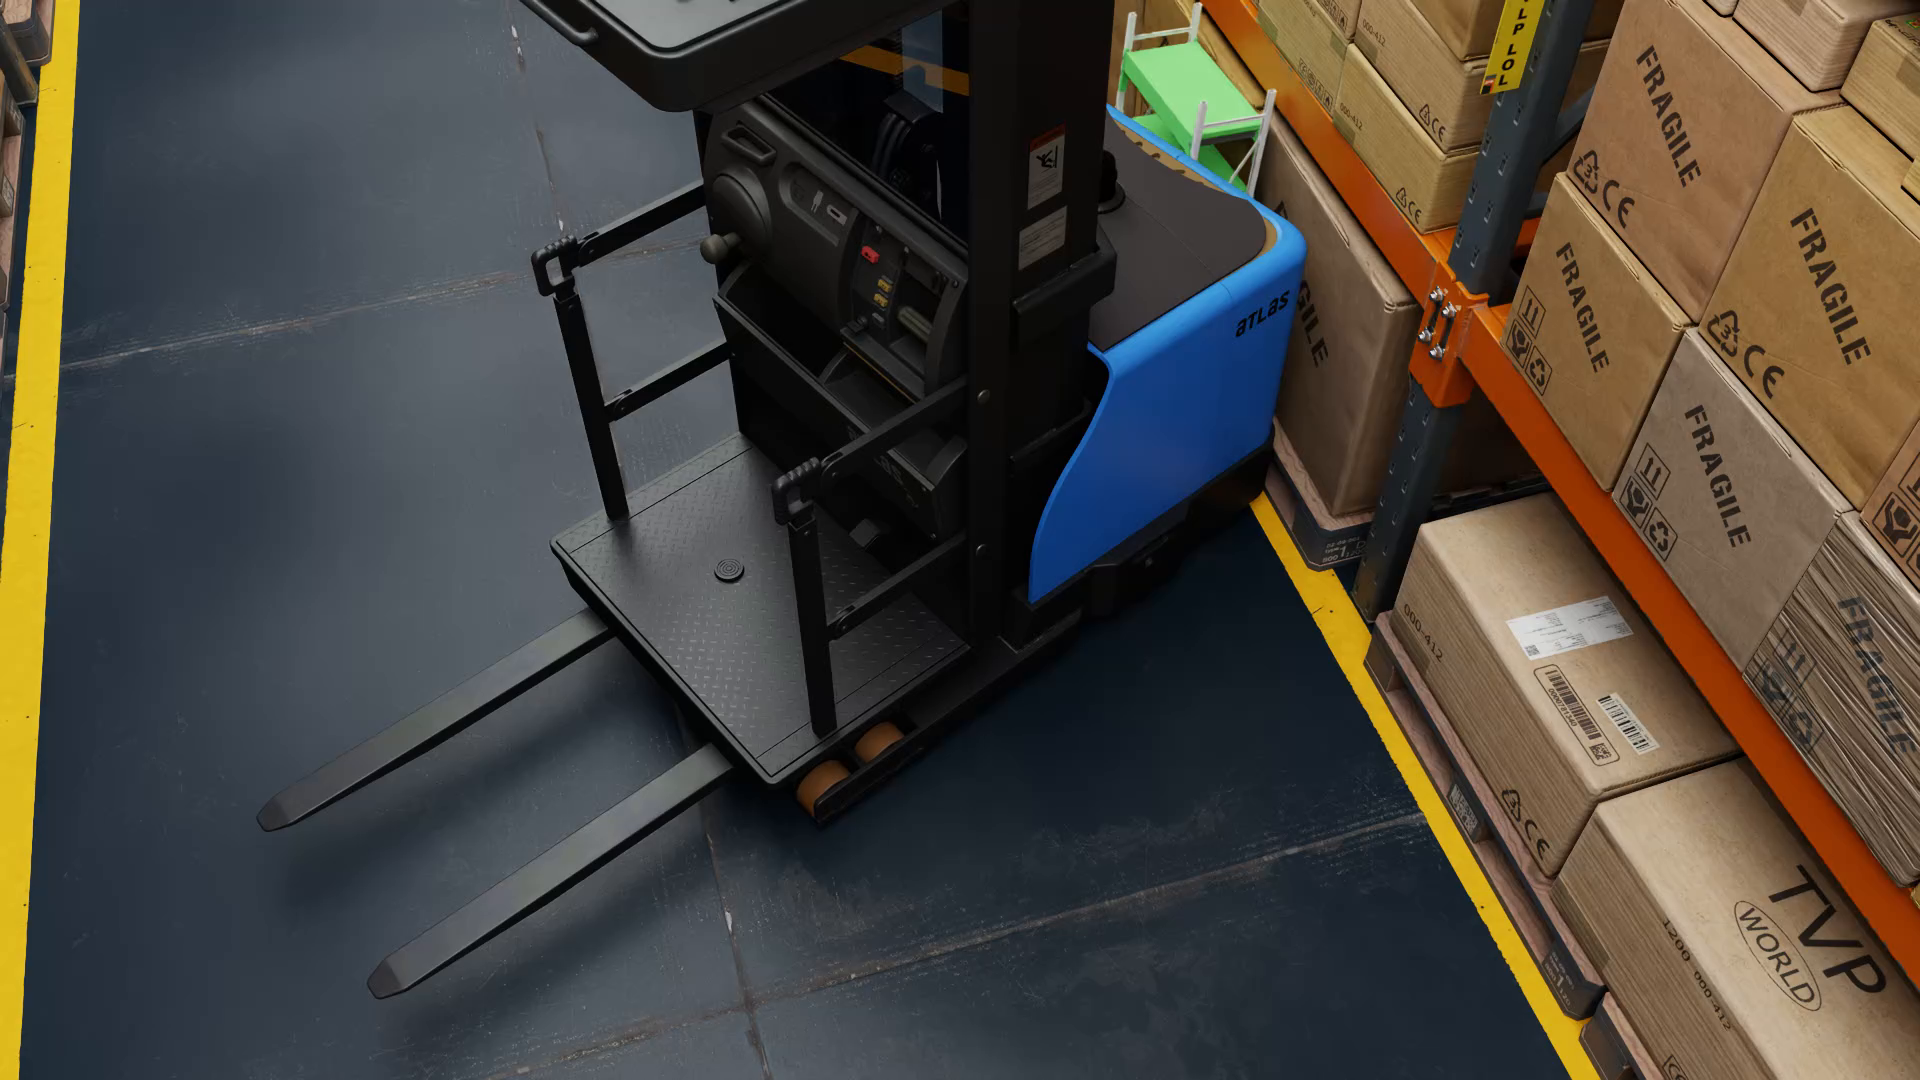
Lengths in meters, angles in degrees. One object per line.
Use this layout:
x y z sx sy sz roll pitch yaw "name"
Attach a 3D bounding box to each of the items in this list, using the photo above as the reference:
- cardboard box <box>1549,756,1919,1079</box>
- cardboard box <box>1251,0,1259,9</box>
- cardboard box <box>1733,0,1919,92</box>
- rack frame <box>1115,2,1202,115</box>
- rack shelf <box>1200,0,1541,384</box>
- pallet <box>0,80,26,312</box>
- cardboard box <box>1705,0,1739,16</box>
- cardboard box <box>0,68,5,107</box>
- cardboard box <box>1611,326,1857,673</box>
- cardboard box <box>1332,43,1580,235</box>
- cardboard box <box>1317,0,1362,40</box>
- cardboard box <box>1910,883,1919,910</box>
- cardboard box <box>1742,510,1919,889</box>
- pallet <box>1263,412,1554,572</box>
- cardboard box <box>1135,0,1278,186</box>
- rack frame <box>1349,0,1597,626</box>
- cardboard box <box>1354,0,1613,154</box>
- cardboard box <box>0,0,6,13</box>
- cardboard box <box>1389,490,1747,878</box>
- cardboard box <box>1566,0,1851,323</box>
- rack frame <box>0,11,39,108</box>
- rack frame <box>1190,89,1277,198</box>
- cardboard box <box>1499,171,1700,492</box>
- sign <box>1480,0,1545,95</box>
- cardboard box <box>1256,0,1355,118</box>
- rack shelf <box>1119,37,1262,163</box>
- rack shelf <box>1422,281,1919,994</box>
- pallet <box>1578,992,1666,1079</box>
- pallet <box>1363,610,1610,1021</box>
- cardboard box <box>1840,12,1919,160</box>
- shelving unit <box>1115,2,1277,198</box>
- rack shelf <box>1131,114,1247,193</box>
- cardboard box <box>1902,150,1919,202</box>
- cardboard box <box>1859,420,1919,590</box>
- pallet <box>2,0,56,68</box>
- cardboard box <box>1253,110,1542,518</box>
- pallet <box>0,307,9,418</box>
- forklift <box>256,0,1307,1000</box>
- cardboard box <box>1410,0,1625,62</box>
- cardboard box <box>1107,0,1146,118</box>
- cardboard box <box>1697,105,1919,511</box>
2.040 0.962 3.878 0.875 0.438 0.875 -15 51 -12 "cardboard box"
1.038 -1.832 4.931 0.500 0.250 0.500 -15 51 -12 "cardboard box"
1.629 -0.955 2.950 0.380 0.149 0.250 -13 51 -10 "cardboard box"
0.589 -1.201 5.467 0.240 1.200 0.015 -13 50 -16 "rack frame"
1.101 -2.094 5.524 1.077 0.370 4.000 -13 51 -11 "rack shelf"
-4.047 -1.208 6.131 1.003 0.211 1.213 -13 51 -11 "pallet"
1.537 -1.139 3.105 0.380 0.149 0.250 -14 51 -12 "cardboard box"
-3.901 -1.731 6.107 0.500 0.500 0.500 -12 51 -10 "cardboard box"
1.726 -0.127 3.329 0.500 0.500 0.500 -13 51 -11 "cardboard box"
1.319 -1.087 4.303 0.500 0.250 0.500 -14 51 -12 "cardboard box"
1.174 -1.608 4.415 0.500 0.250 0.500 -12 51 -10 "cardboard box"
2.019 0.614 2.705 0.500 0.500 0.500 -12 51 -10 "cardboard box"
1.866 0.238 3.022 0.500 0.500 0.500 -13 51 -11 "cardboard box"
1.392 -0.512 5.544 1.003 0.211 1.213 -13 51 -11 "pallet"
1.158 -1.408 5.590 0.875 0.875 0.875 -12 51 -10 "cardboard box"
1.692 -0.865 4.017 1.000 3.000 0.127 -13 51 -11 "rack frame"
1.329 -1.244 4.108 0.500 0.250 0.500 -13 51 -11 "cardboard box"
-4.403 -2.490 6.665 0.875 0.625 0.625 -12 51 -10 "cardboard box"
1.775 0.309 4.429 0.875 0.438 0.875 -14 51 -12 "cardboard box"
1.601 -0.817 3.257 0.500 0.500 0.500 -13 51 -11 "cardboard box"
-4.231 -2.661 5.531 1.000 3.000 0.127 -13 51 -11 "rack frame"
0.758 -0.857 5.166 0.240 1.200 0.015 -13 50 -16 "rack frame"
1.581 -0.495 3.640 0.500 0.500 0.500 -12 51 -10 "cardboard box"
1.177 -1.083 3.495 0.100 0.325 0.005 -13 51 -11 "sign"
1.169 -1.459 4.616 0.500 0.250 0.500 -14 51 -11 "cardboard box"
0.696 -1.309 5.009 0.258 0.148 0.480 -13 50 -16 "rack shelf"
2.283 0.828 3.061 1.077 0.370 4.000 -13 51 -11 "rack shelf"
2.207 1.500 3.848 1.003 0.211 1.213 -13 51 -11 "pallet"
1.842 0.607 4.600 1.003 0.211 1.213 -13 51 -11 "pallet"
1.744 -0.778 2.801 0.380 0.149 0.250 -14 51 -11 "cardboard box"
0.673 -1.029 5.317 0.258 1.200 0.503 -13 50 -16 "shelving unit"
0.683 -1.147 5.187 0.258 0.148 0.480 -13 50 -16 "rack shelf"
1.759 -0.583 2.636 0.380 0.149 0.250 -14 51 -11 "cardboard box"
1.886 -0.070 2.627 0.500 0.500 0.500 -12 51 -10 "cardboard box"
-4.438 -2.372 7.112 1.003 0.211 1.213 -13 51 -11 "pallet"
1.432 -0.750 5.035 0.875 0.875 0.875 -12 51 -10 "cardboard box"
-3.690 -0.319 5.381 1.003 0.211 1.213 -13 51 -11 "pallet"
-0.475 -0.635 3.868 3.031 2.935 1.130 -33 57 -25 "forklift"
1.320 -1.489 3.824 0.500 0.500 0.500 -12 51 -10 "cardboard box"
0.894 -2.061 6.141 0.875 0.875 0.875 -13 51 -11 "cardboard box"
1.745 -0.446 2.945 0.500 0.500 0.500 -14 51 -11 "cardboard box"
